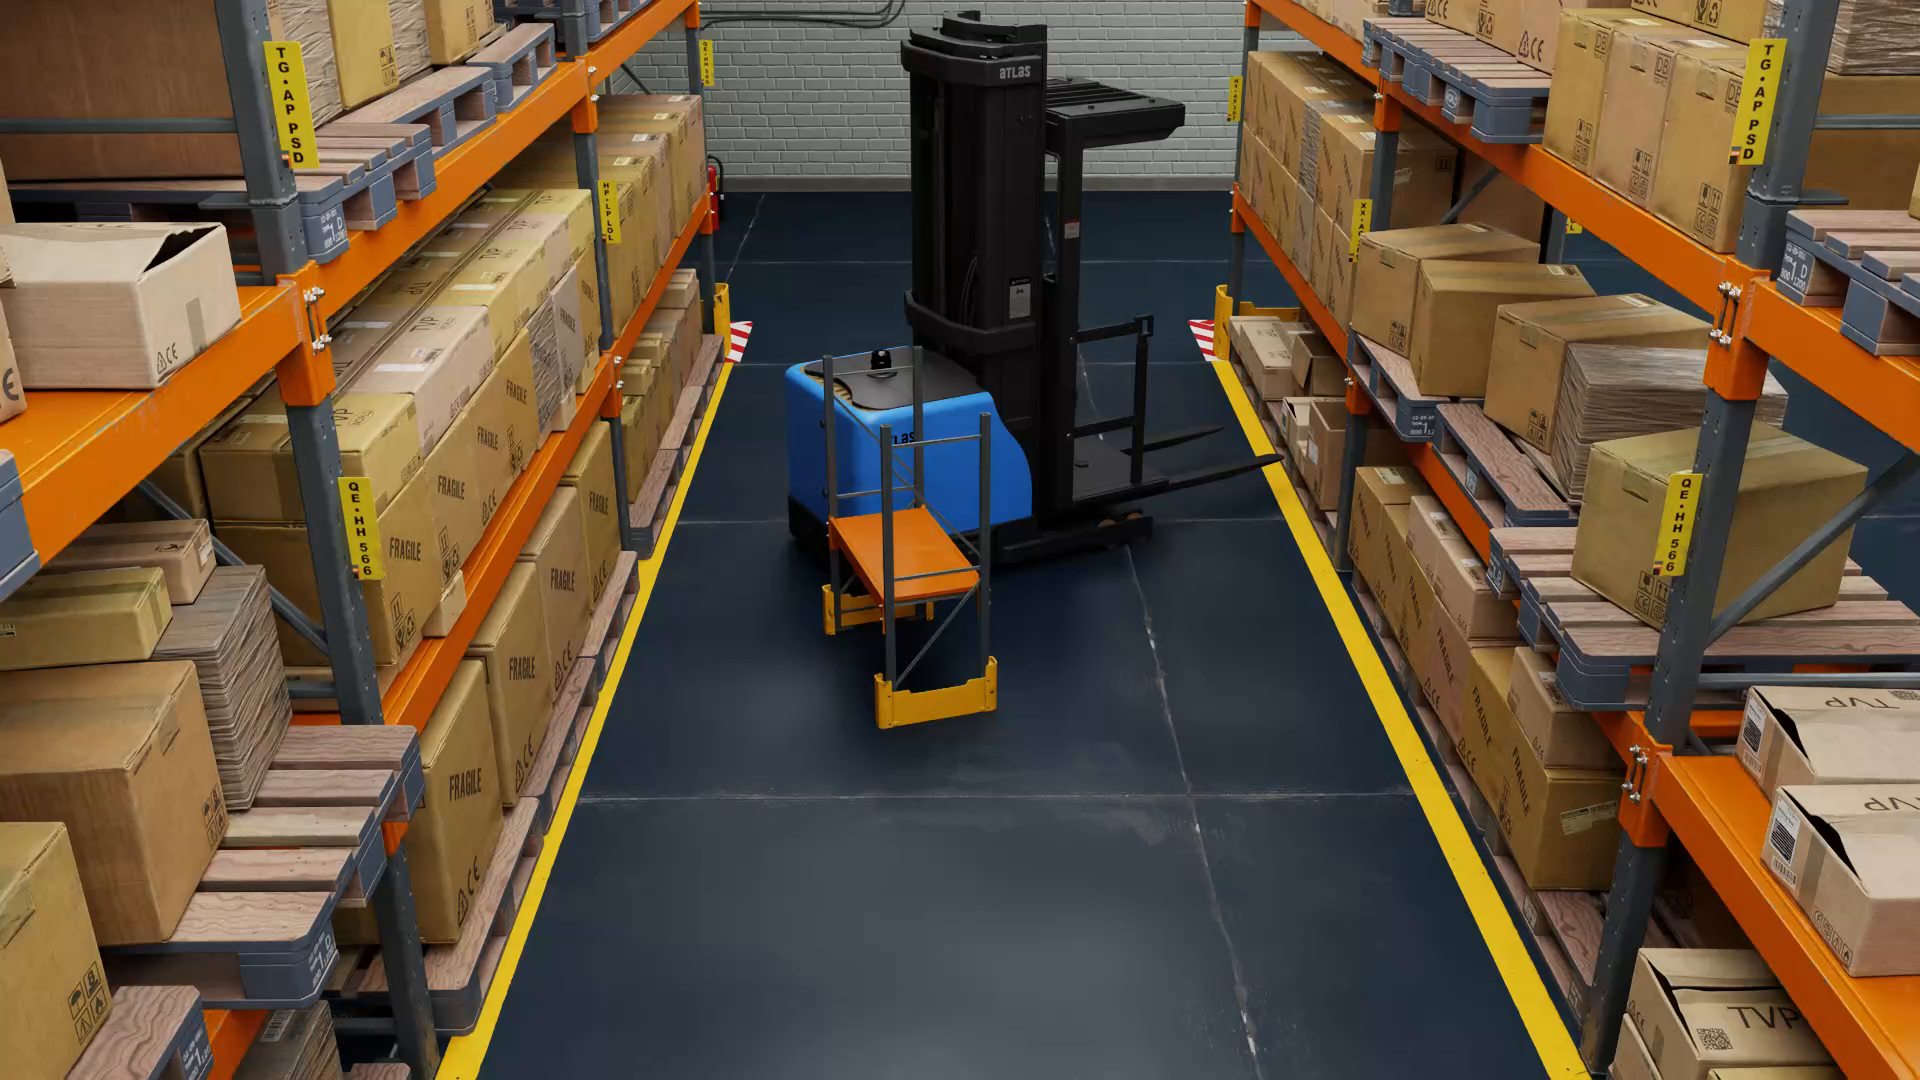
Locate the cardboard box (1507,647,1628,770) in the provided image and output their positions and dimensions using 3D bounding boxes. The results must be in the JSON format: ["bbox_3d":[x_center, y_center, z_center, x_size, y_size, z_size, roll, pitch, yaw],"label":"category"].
[{"bbox_3d":[2.407,0.632,6.302,0.500,0.250,0.500,1,24,1],"label":"cardboard box"}]

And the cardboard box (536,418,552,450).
[{"bbox_3d":[-2.072,-0.518,7.536,0.380,0.149,0.250,0,24,-1],"label":"cardboard box"}]

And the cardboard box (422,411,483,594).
[{"bbox_3d":[-2.043,-0.141,5.915,0.500,0.500,0.500,1,24,1],"label":"cardboard box"}]

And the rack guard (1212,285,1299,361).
[{"bbox_3d":[2.570,-1.684,12.866,1.175,0.500,0.348,0,24,-1],"label":"rack guard"}]

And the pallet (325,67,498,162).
[{"bbox_3d":[-2.372,-1.540,6.105,1.003,0.211,1.213,1,24,2],"label":"pallet"}]

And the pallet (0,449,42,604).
[{"bbox_3d":[-2.168,0.151,2.364,1.213,0.211,1.003,0,24,-1],"label":"pallet"}]

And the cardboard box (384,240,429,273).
[{"bbox_3d":[-2.573,-1.101,7.128,0.500,0.250,0.500,-1,24,-2],"label":"cardboard box"}]

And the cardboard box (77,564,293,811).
[{"bbox_3d":[-2.282,0.414,4.540,0.700,0.500,0.500,-3,25,-7],"label":"cardboard box"}]

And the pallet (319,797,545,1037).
[{"bbox_3d":[-2.230,1.412,6.373,1.003,0.211,1.213,0,24,-1],"label":"pallet"}]

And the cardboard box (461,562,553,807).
[{"bbox_3d":[-2.177,0.590,6.905,0.750,0.750,0.750,0,24,-1],"label":"cardboard box"}]

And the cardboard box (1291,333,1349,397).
[{"bbox_3d":[2.587,-1.043,10.911,0.797,0.503,0.637,0,24,-1],"label":"cardboard box"}]

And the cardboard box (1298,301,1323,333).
[{"bbox_3d":[2.821,-1.693,12.352,0.500,0.500,0.500,0,24,-1],"label":"cardboard box"}]

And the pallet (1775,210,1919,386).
[{"bbox_3d":[2.753,-0.559,3.935,1.213,0.211,1.003,1,24,2],"label":"pallet"}]

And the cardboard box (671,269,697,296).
[{"bbox_3d":[-2.093,-1.838,11.911,0.380,0.149,0.250,-1,24,-1],"label":"cardboard box"}]

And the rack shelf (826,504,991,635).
[{"bbox_3d":[-0.266,0.122,8.096,0.538,0.185,1.000,-8,25,-17],"label":"rack shelf"}]

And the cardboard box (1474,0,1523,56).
[{"bbox_3d":[2.575,-2.372,6.962,0.600,0.600,0.600,-1,24,-1],"label":"cardboard box"}]

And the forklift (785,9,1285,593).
[{"bbox_3d":[0.543,-1.462,9.425,3.031,2.935,1.130,-13,27,-27],"label":"forklift"}]

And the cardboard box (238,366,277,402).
[{"bbox_3d":[-2.563,-0.465,5.721,0.500,0.250,0.500,-1,24,-2],"label":"cardboard box"}]

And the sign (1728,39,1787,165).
[{"bbox_3d":[2.114,-1.158,4.403,0.100,0.325,0.005,0,24,-1],"label":"sign"}]

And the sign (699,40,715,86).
[{"bbox_3d":[-1.841,-3.462,12.073,0.100,0.325,0.005,0,24,-1],"label":"sign"}]

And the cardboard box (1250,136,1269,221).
[{"bbox_3d":[2.321,-2.503,11.523,0.500,0.500,0.500,0,24,-1],"label":"cardboard box"}]

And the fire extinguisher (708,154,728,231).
[{"bbox_3d":[-1.924,-2.689,12.602,0.296,0.674,0.183,0,24,-1],"label":"fire extinguisher"}]

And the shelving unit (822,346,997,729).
[{"bbox_3d":[-0.269,-0.045,8.030,0.587,1.500,1.083,-8,25,-17],"label":"shelving unit"}]

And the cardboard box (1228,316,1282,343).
[{"bbox_3d":[2.230,-1.581,12.532,0.380,0.149,0.250,0,24,-1],"label":"cardboard box"}]

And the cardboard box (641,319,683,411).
[{"bbox_3d":[-2.265,-1.181,11.245,0.700,0.500,0.500,-1,24,-2],"label":"cardboard box"}]

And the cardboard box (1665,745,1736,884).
[{"bbox_3d":[2.926,0.976,6.450,0.500,0.500,0.500,-1,24,-2],"label":"cardboard box"}]

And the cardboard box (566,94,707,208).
[{"bbox_3d":[-2.369,-2.757,11.841,0.980,0.700,0.700,1,24,2],"label":"cardboard box"}]

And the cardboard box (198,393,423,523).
[{"bbox_3d":[-2.044,-0.266,5.281,0.500,0.250,0.500,0,24,1],"label":"cardboard box"}]

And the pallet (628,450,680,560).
[{"bbox_3d":[-2.271,-0.225,9.991,1.003,0.211,1.213,0,24,-1],"label":"pallet"}]

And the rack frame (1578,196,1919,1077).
[{"bbox_3d":[2.656,0.443,5.132,1.000,3.000,0.127,0,24,-1],"label":"rack frame"}]

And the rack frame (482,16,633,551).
[{"bbox_3d":[-2.341,-1.182,8.723,1.000,3.000,0.127,0,24,-1],"label":"rack frame"}]

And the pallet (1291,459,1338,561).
[{"bbox_3d":[2.606,-0.218,9.976,1.003,0.211,1.213,0,24,-1],"label":"pallet"}]

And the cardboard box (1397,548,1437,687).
[{"bbox_3d":[2.389,0.359,7.816,0.500,0.500,0.500,0,24,0],"label":"cardboard box"}]

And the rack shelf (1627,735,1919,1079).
[{"bbox_3d":[2.678,1.594,3.458,1.077,0.370,4.000,0,24,-1],"label":"rack shelf"}]

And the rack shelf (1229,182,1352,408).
[{"bbox_3d":[2.591,-1.702,10.746,1.077,0.370,4.000,0,24,-1],"label":"rack shelf"}]

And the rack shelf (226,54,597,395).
[{"bbox_3d":[-2.319,-1.397,6.431,1.077,0.370,4.000,0,24,-1],"label":"rack shelf"}]

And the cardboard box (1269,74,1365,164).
[{"bbox_3d":[2.324,-2.750,10.855,0.500,0.500,0.500,0,24,0],"label":"cardboard box"}]

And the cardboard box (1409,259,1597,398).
[{"bbox_3d":[2.465,-0.963,7.609,0.700,0.500,0.500,4,25,8],"label":"cardboard box"}]

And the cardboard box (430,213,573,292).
[{"bbox_3d":[-2.084,-1.312,7.594,0.500,0.250,0.500,0,24,1],"label":"cardboard box"}]

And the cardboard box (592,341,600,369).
[{"bbox_3d":[-2.054,-0.939,8.466,0.380,0.149,0.250,0,24,0],"label":"cardboard box"}]

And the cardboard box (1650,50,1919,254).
[{"bbox_3d":[2.618,-1.149,4.890,0.910,0.500,0.500,0,24,-1],"label":"cardboard box"}]

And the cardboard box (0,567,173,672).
[{"bbox_3d":[-2.245,0.199,4.227,0.380,0.149,0.250,-4,25,-9],"label":"cardboard box"}]

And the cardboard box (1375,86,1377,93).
[{"bbox_3d":[2.871,-2.540,10.390,0.500,0.500,0.500,0,24,1],"label":"cardboard box"}]

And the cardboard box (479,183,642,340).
[{"bbox_3d":[-2.330,-1.542,9.156,0.980,0.700,0.700,0,24,0],"label":"cardboard box"}]

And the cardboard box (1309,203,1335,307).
[{"bbox_3d":[2.344,-1.669,9.678,0.500,0.500,0.500,0,24,1],"label":"cardboard box"}]

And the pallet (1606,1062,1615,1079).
[{"bbox_3d":[2.626,2.052,4.956,1.003,0.211,1.213,0,24,-1],"label":"pallet"}]

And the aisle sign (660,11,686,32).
[{"bbox_3d":[-2.085,-4.046,11.900,0.394,0.787,0.004,0,24,-1],"label":"aisle sign"}]

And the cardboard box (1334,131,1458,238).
[{"bbox_3d":[2.348,-1.914,9.007,0.500,0.500,0.500,0,24,0],"label":"cardboard box"}]

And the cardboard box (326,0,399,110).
[{"bbox_3d":[-2.411,-1.792,5.777,0.700,0.500,0.500,1,24,2],"label":"cardboard box"}]

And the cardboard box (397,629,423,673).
[{"bbox_3d":[-2.063,0.331,5.658,0.380,0.149,0.250,0,24,0],"label":"cardboard box"}]

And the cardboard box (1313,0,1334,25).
[{"bbox_3d":[2.333,-3.115,9.540,0.500,0.250,0.500,0,24,-1],"label":"cardboard box"}]

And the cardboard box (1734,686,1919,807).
[{"bbox_3d":[2.617,0.633,4.818,0.500,0.311,0.500,1,24,3],"label":"cardboard box"}]

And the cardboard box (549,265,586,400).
[{"bbox_3d":[-2.068,-0.973,7.754,0.500,0.500,0.500,0,24,0],"label":"cardboard box"}]
